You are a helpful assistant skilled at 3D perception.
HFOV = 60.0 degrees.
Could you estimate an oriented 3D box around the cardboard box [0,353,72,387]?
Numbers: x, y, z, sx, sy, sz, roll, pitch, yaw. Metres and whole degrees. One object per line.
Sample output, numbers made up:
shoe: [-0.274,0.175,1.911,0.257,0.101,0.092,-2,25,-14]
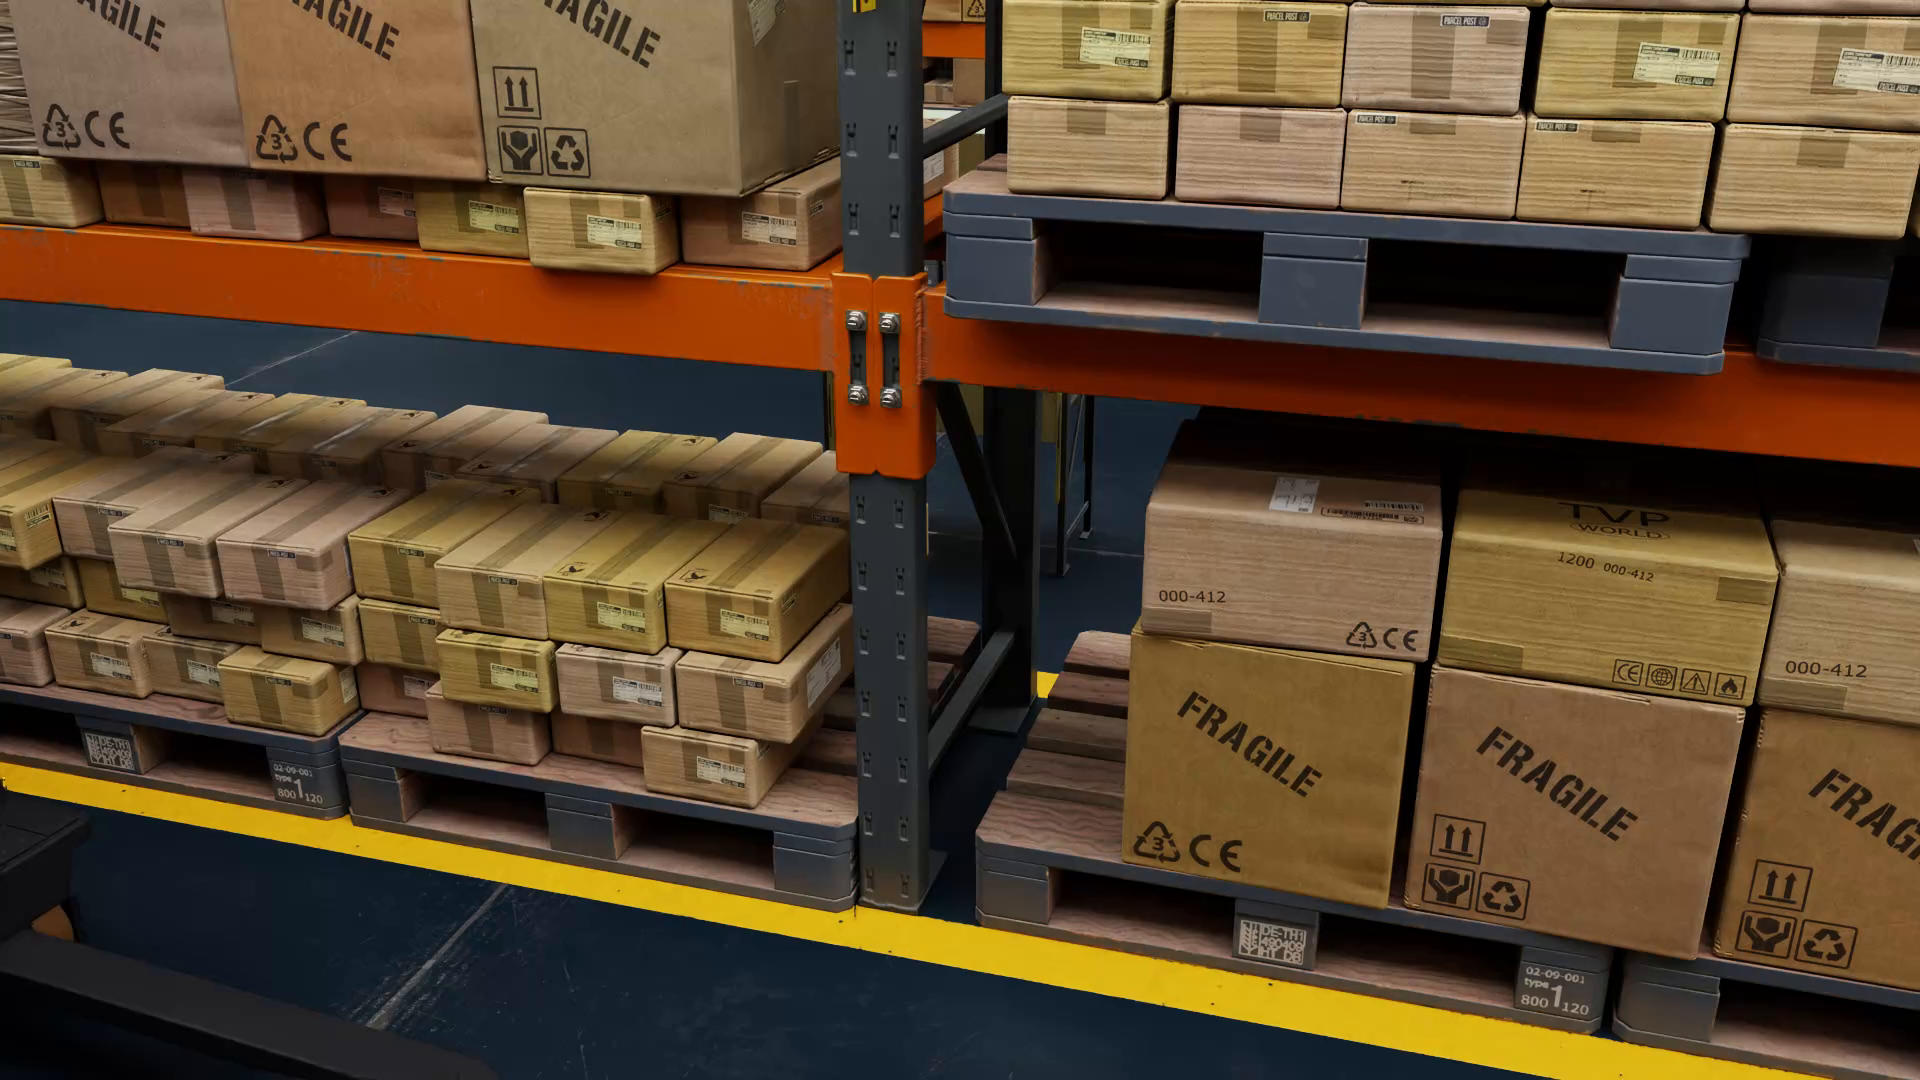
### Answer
cardboard box: [-2.745,-0.400,4.711,0.250,0.149,0.380,6,23,14]

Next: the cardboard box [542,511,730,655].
cardboard box: [-0.676,0.084,3.532,0.250,0.149,0.380,7,23,16]

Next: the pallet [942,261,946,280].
pallet: [0.623,-1.439,8.499,1.213,0.211,1.003,7,23,16]

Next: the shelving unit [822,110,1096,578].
shelving unit: [0.006,-0.693,4.984,0.755,1.500,0.431,7,23,16]

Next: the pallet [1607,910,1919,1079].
pallet: [1.913,0.701,3.284,1.213,0.211,1.003,7,23,16]

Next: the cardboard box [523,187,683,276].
cardboard box: [-0.623,-0.626,3.175,0.250,0.149,0.380,6,23,14]

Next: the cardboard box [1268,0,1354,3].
cardboard box: [0.509,-0.922,2.559,0.250,0.149,0.380,7,23,17]

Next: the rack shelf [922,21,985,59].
rack shelf: [-0.586,-2.503,8.368,4.000,0.370,1.077,7,23,16]

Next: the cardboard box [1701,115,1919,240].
cardboard box: [1.229,-0.562,2.466,0.250,0.149,0.380,6,23,13]

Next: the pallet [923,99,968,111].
pallet: [-0.234,-3.474,13.460,1.213,0.211,1.003,7,23,16]

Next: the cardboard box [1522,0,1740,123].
cardboard box: [0.985,-0.729,2.479,0.250,0.149,0.380,6,23,13]

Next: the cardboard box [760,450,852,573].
cardboard box: [-0.274,-0.071,3.910,0.250,0.149,0.380,8,23,18]

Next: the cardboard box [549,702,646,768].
cardboard box: [-0.703,0.339,3.693,0.250,0.149,0.380,7,23,17]

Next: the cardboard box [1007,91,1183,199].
cardboard box: [0.240,-0.675,2.741,0.250,0.149,0.380,5,23,13]

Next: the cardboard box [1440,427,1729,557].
cardboard box: [1.270,-0.141,3.414,0.500,0.250,0.500,8,24,18]

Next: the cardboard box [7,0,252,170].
cardboard box: [-1.522,-1.054,3.363,0.500,0.500,0.500,6,23,15]

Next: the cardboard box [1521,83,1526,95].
cardboard box: [1.160,-0.830,3.118,0.250,0.149,0.380,5,23,13]

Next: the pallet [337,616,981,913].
pallet: [-0.657,0.422,3.963,1.213,0.211,1.003,7,23,16]

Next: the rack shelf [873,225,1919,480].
rack shelf: [1.911,-0.255,2.888,4.000,0.370,1.077,7,23,16]

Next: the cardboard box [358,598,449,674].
cardboard box: [-1.134,0.150,3.764,0.250,0.149,0.380,7,23,16]

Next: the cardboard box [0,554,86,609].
cardboard box: [-2.133,0.014,4.095,0.250,0.149,0.380,8,24,18]

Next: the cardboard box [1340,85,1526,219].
cardboard box: [0.745,-0.618,2.602,0.250,0.149,0.380,7,23,16]

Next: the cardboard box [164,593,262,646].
cardboard box: [-1.634,0.092,3.904,0.250,0.149,0.380,5,23,13]

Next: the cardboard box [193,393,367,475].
cardboard box: [-1.763,-0.251,4.350,0.250,0.149,0.380,7,23,16]

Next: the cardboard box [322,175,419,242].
cardboard box: [-1.089,-0.730,3.429,0.250,0.149,0.380,6,23,14]

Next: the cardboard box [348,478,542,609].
cardboard box: [-1.142,0.003,3.730,0.250,0.149,0.380,7,23,17]

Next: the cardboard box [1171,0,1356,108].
cardboard box: [0.489,-0.785,2.617,0.250,0.149,0.380,6,23,14]

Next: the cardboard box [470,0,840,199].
cardboard box: [-0.549,-0.942,3.089,0.500,0.500,0.500,7,23,16]

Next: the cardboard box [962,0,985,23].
cardboard box: [0.317,-2.675,7.708,0.500,0.500,0.500,6,23,14]

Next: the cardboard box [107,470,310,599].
cardboard box: [-1.690,-0.019,3.782,0.250,0.149,0.380,6,23,14]

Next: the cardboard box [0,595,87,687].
cardboard box: [-2.212,0.196,4.042,0.250,0.149,0.380,5,23,13]

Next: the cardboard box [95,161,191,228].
cardboard box: [-1.599,-0.780,3.551,0.250,0.149,0.380,6,23,15]

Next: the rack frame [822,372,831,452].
rack frame: [-0.344,-0.733,5.081,0.023,1.500,0.400,7,23,16]

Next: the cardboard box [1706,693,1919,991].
cardboard box: [1.639,0.442,2.980,0.500,0.500,0.500,7,23,16]

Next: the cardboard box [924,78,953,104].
cardboard box: [-0.117,-3.572,13.230,0.250,0.149,0.380,6,23,13]

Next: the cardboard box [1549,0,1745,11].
cardboard box: [0.992,-0.865,2.419,0.250,0.149,0.380,6,23,15]

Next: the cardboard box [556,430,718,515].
cardboard box: [-0.777,-0.132,4.060,0.250,0.149,0.380,6,23,15]

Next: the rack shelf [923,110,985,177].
rack shelf: [0.006,-1.054,4.836,0.720,0.370,0.431,7,23,16]

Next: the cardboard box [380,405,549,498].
cardboard box: [-1.253,-0.210,4.249,0.250,0.149,0.380,7,23,17]

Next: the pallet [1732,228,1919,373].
pallet: [1.918,-0.482,2.746,1.213,0.211,1.003,7,23,16]

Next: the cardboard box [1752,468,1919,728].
cardboard box: [1.624,0.100,2.826,0.500,0.250,0.500,7,23,18]

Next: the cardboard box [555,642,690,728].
cardboard box: [-0.660,0.236,3.554,0.250,0.149,0.380,5,23,13]

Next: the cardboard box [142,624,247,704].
cardboard box: [-1.699,0.232,3.956,0.250,0.149,0.380,7,23,17]

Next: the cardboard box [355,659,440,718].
cardboard box: [-1.191,0.261,3.885,0.250,0.149,0.380,6,23,14]

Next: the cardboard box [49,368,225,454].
cardboard box: [-2.242,-0.339,4.563,0.250,0.149,0.380,7,23,17]

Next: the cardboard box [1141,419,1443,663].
cardboard box: [0.627,-0.015,3.106,0.500,0.250,0.500,6,23,13]

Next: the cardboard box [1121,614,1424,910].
cardboard box: [0.627,0.332,3.248,0.500,0.500,0.500,7,23,18]

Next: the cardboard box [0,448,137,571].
cardboard box: [-2.165,-0.078,3.928,0.250,0.149,0.380,7,23,16]

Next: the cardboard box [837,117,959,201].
cardboard box: [-0.181,-0.841,3.699,0.250,0.149,0.380,7,23,17]

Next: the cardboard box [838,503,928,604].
cardboard box: [-0.259,0.024,4.071,0.250,0.149,0.380,8,24,18]
